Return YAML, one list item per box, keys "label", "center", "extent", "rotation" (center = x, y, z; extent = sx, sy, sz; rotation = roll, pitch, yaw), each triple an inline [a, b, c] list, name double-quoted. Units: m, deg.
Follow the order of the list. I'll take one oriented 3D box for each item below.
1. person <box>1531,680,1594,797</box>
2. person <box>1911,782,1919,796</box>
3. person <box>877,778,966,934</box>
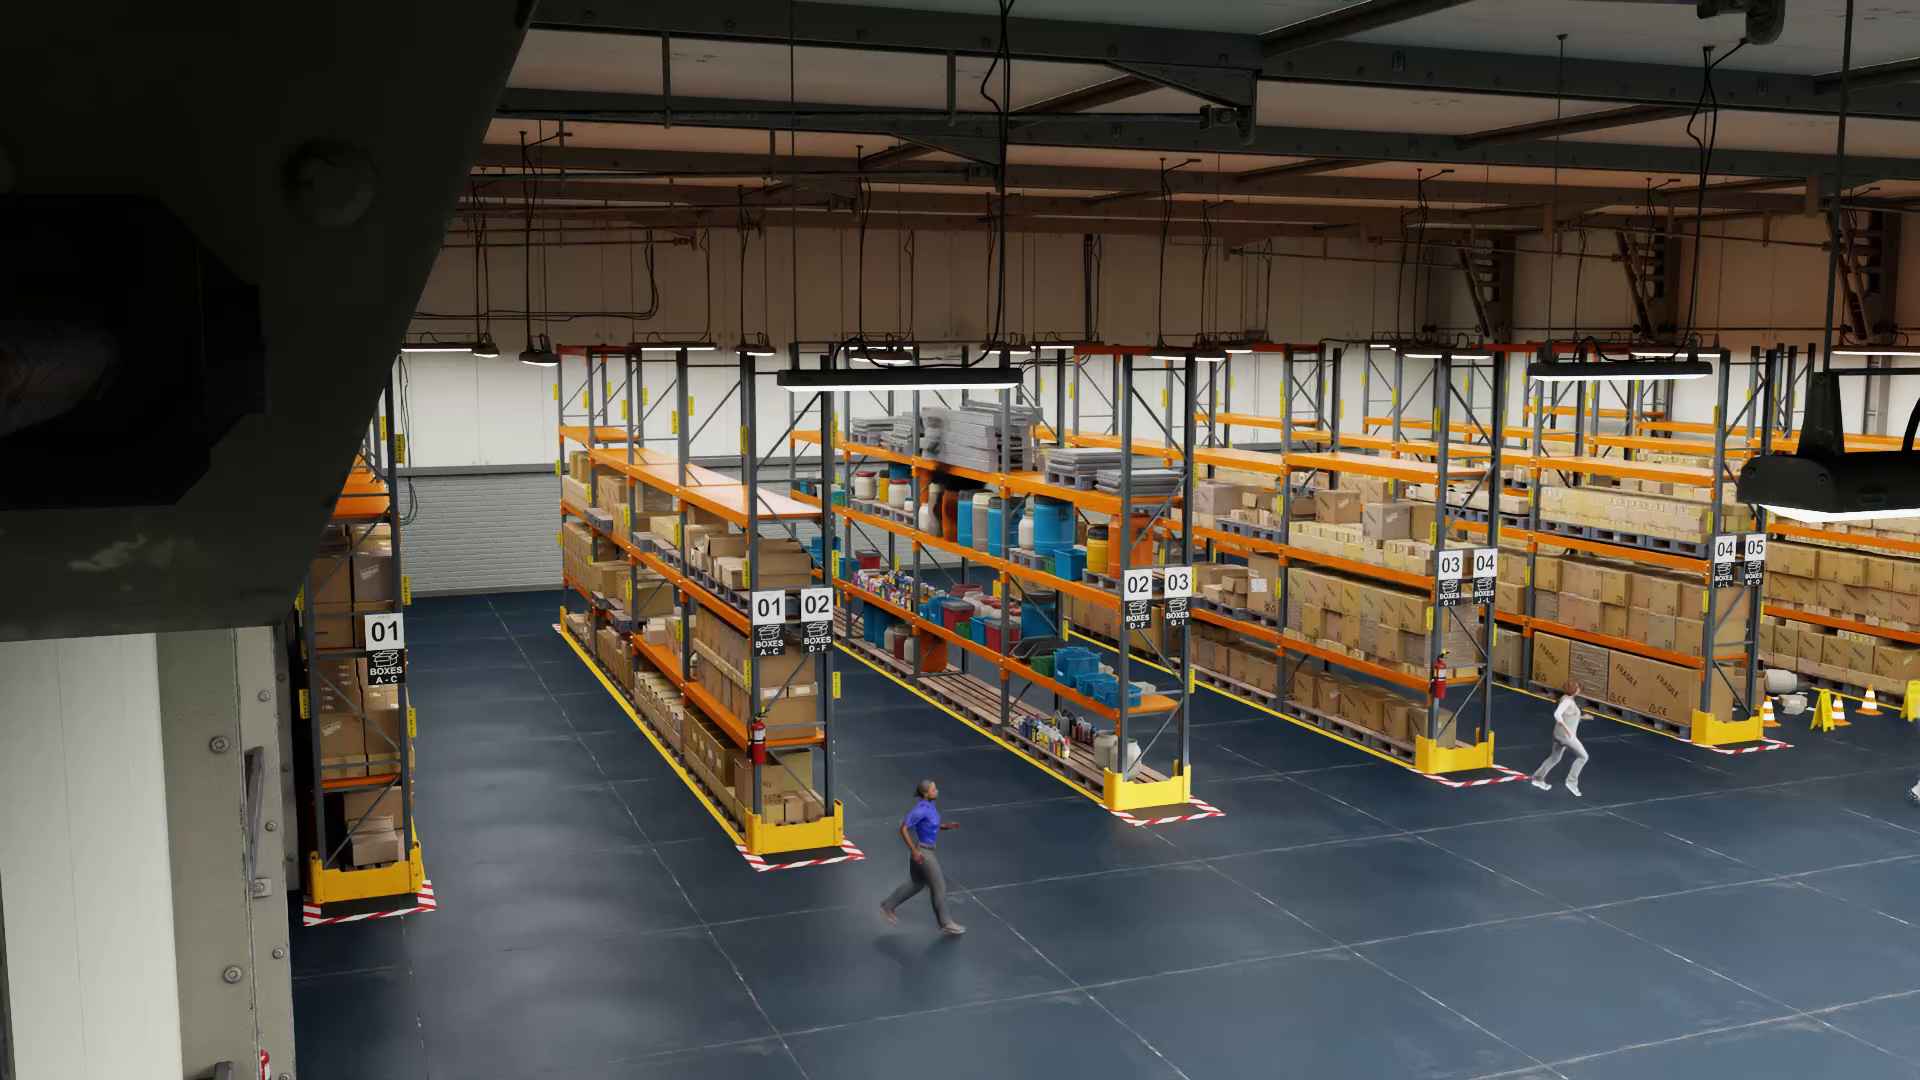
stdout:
- label: "person"
  center: [8.200, 2.692, 22.545]
  extent: [0.771, 1.604, 0.559]
  rotation: [1, 7, 6]
- label: "person"
  center: [13.110, 2.689, 21.895]
  extent: [0.943, 1.832, 0.746]
  rotation: [3, 8, 21]
- label: "person"
  center: [-0.407, 3.291, 17.353]
  extent: [0.937, 1.646, 0.574]
  rotation: [0, 7, 1]
